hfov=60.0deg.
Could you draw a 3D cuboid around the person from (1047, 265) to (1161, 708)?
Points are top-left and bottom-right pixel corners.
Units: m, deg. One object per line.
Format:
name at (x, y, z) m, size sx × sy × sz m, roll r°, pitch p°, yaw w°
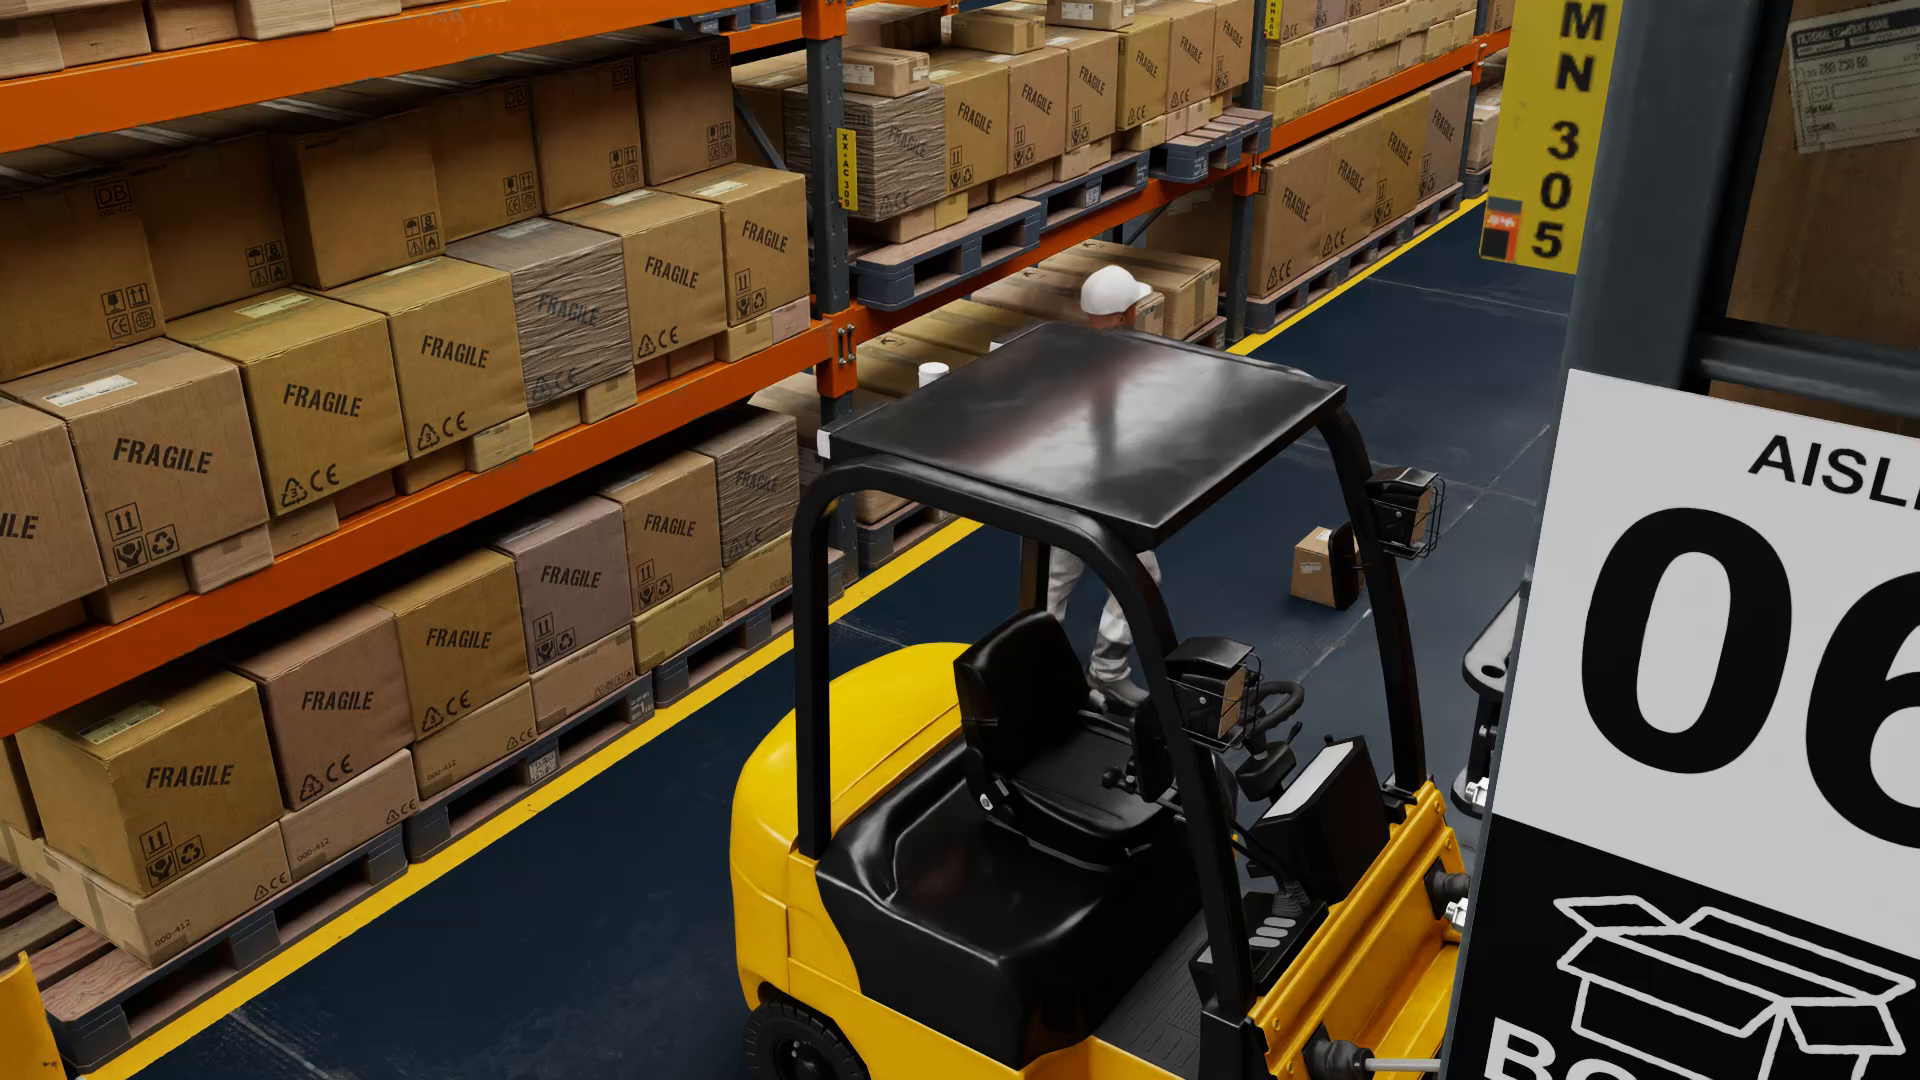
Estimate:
person at (0.479, -0.170, 6.407) m, size 0.548 × 1.791 × 0.583 m, roll -10°, pitch 28°, yaw -19°
